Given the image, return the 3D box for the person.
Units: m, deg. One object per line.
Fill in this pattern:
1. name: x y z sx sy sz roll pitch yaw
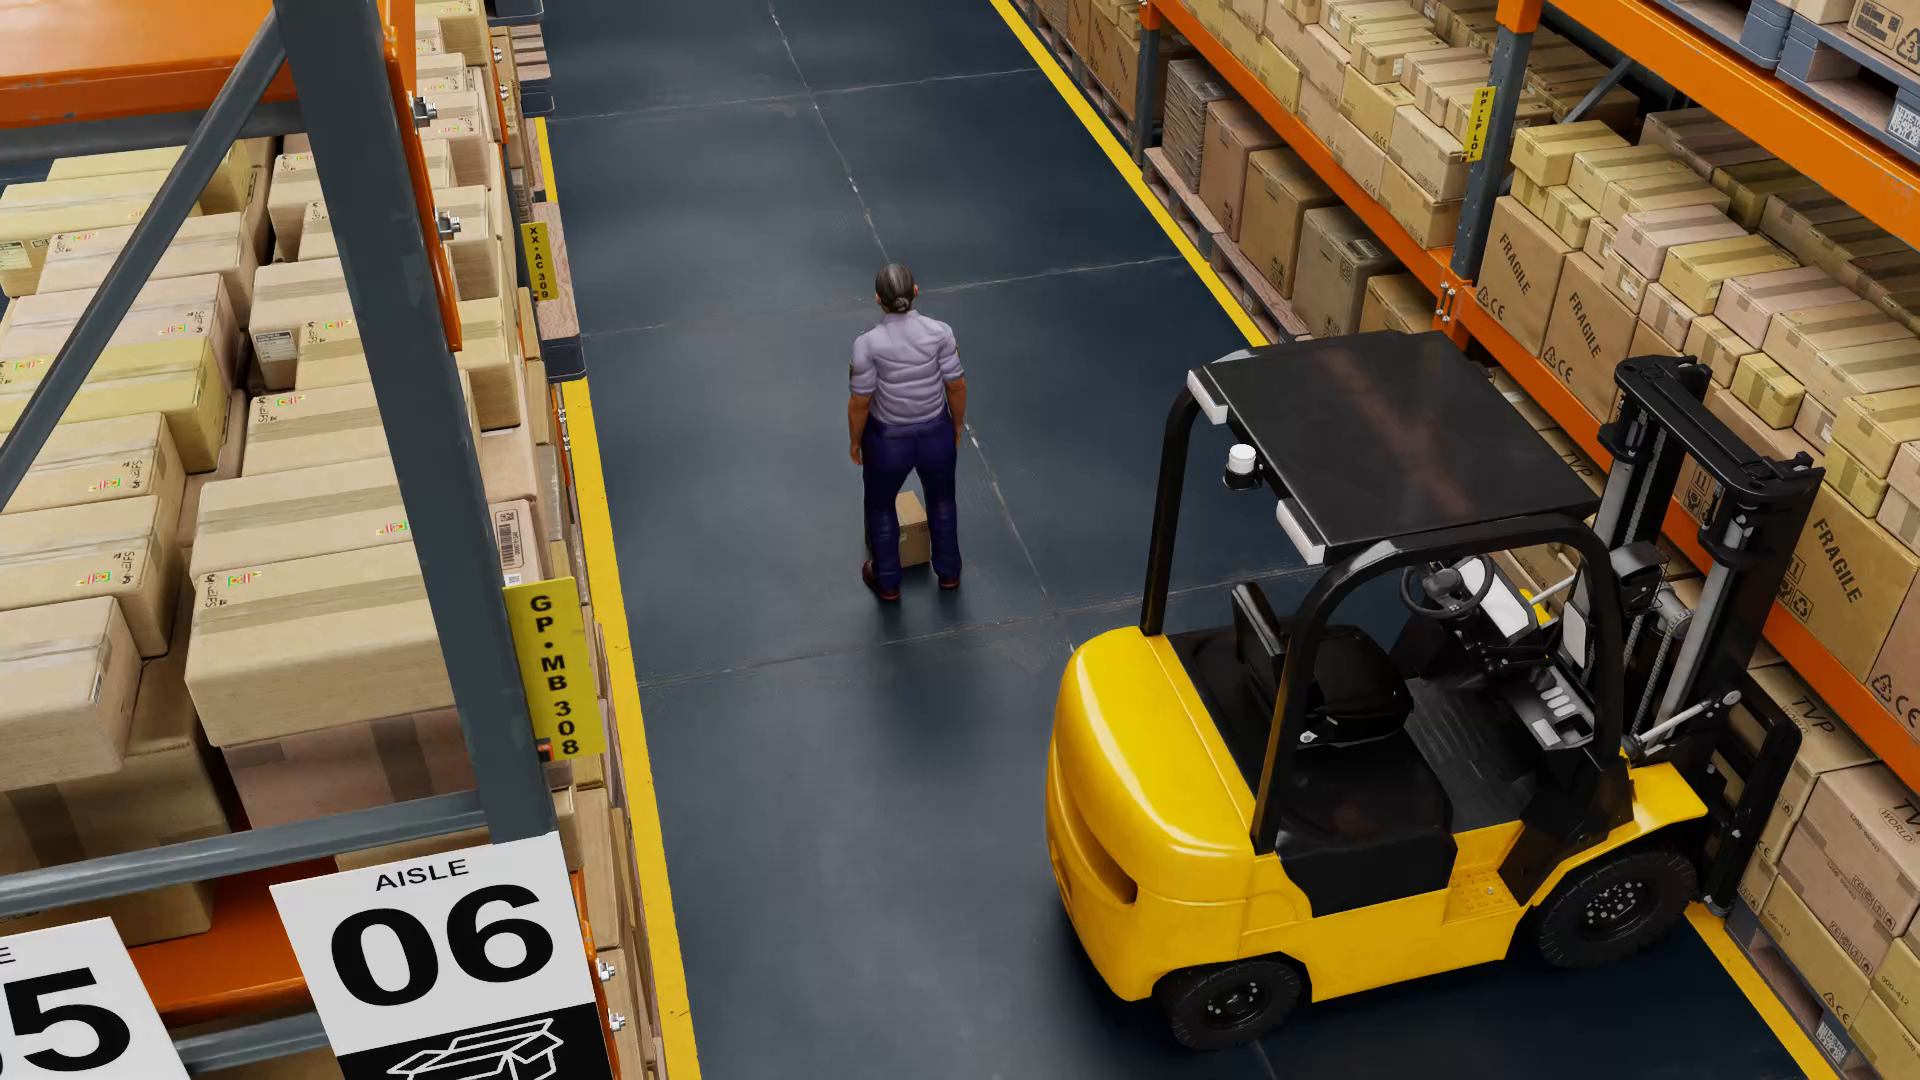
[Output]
1. person: -0.225 -0.446 7.283 0.537 1.651 0.371 -10 40 -12
